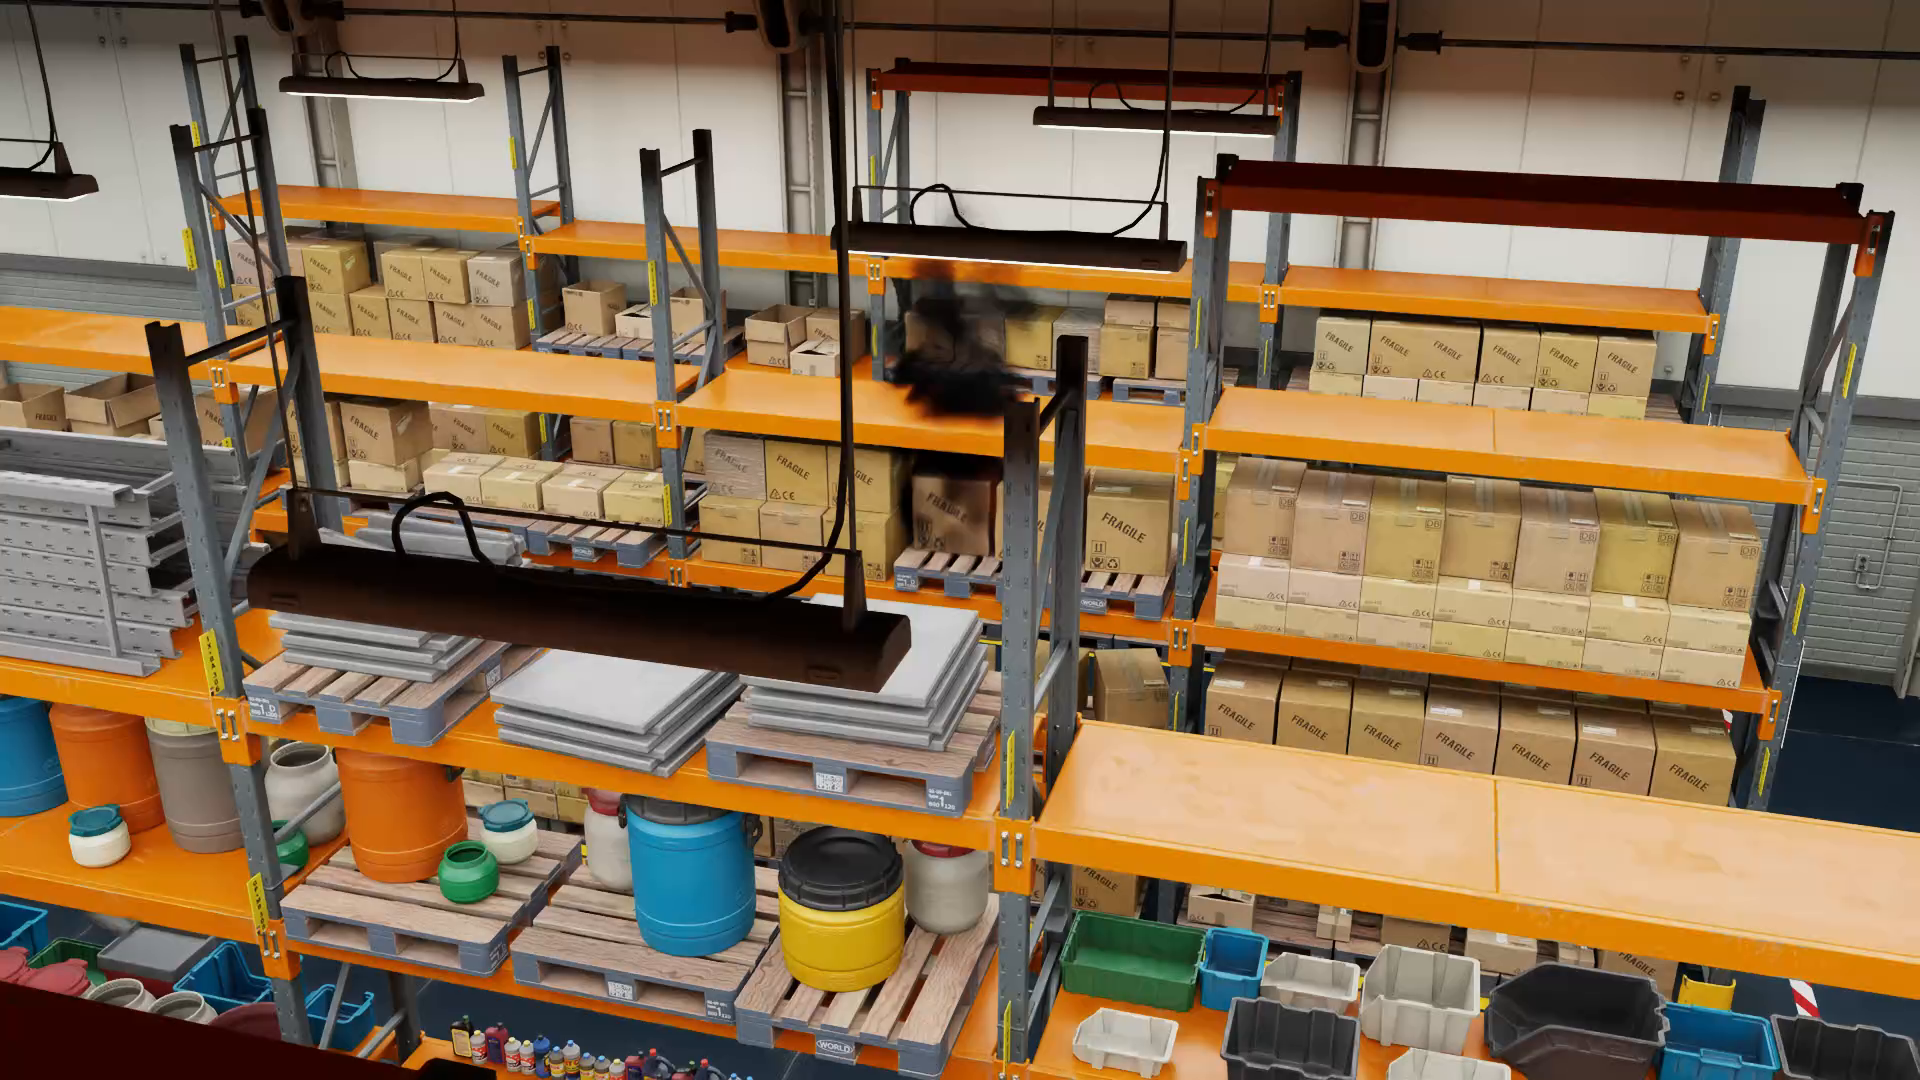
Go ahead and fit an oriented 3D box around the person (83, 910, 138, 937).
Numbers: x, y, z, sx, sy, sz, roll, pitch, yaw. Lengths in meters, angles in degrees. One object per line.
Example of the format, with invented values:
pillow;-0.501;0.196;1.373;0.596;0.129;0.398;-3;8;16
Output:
person;-6.480;2.463;12.659;0.611;1.665;0.554;3;23;8
